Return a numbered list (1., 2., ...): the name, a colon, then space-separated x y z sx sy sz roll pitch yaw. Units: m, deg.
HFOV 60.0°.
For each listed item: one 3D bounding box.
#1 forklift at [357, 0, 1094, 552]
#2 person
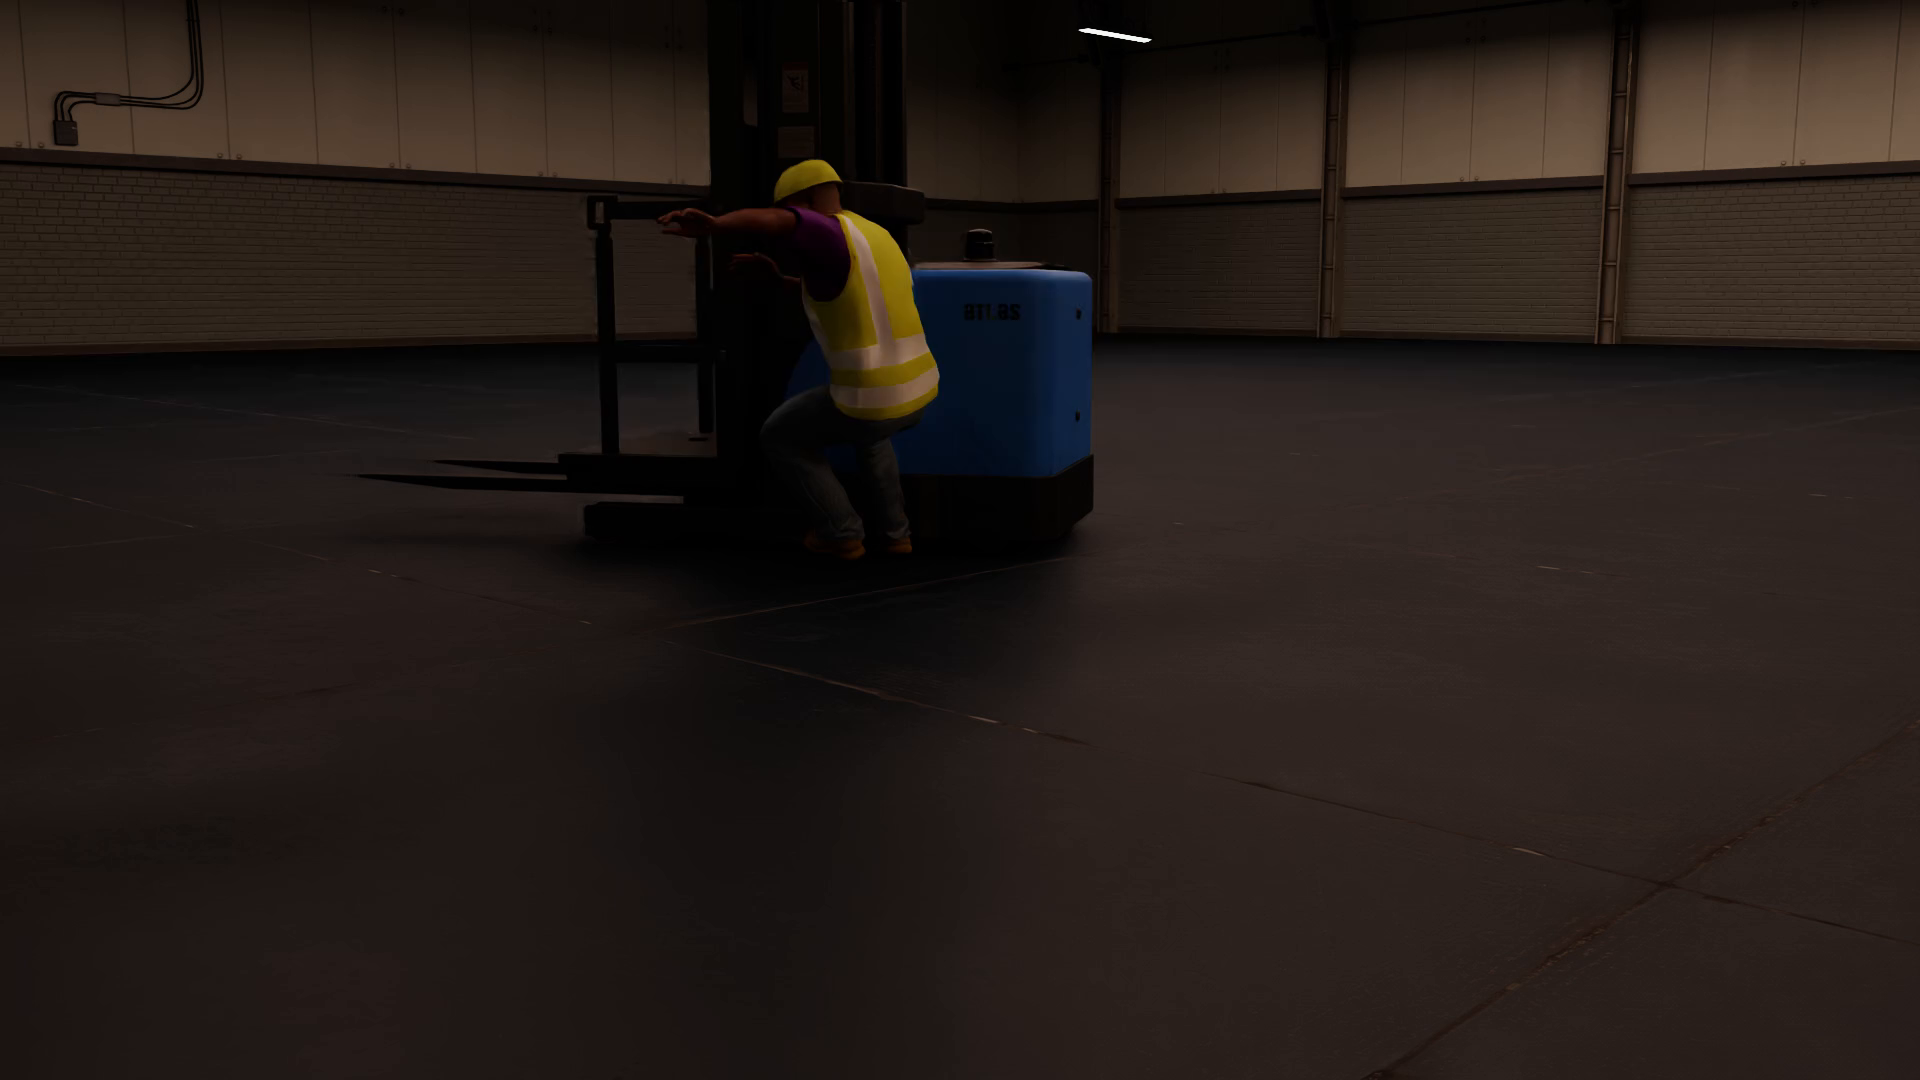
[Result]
1. forklift: -1.007 -1.498 6.824 3.031 2.935 1.130 2 9 14
2. person: -0.520 -0.560 5.626 0.793 1.446 1.595 4 10 27
